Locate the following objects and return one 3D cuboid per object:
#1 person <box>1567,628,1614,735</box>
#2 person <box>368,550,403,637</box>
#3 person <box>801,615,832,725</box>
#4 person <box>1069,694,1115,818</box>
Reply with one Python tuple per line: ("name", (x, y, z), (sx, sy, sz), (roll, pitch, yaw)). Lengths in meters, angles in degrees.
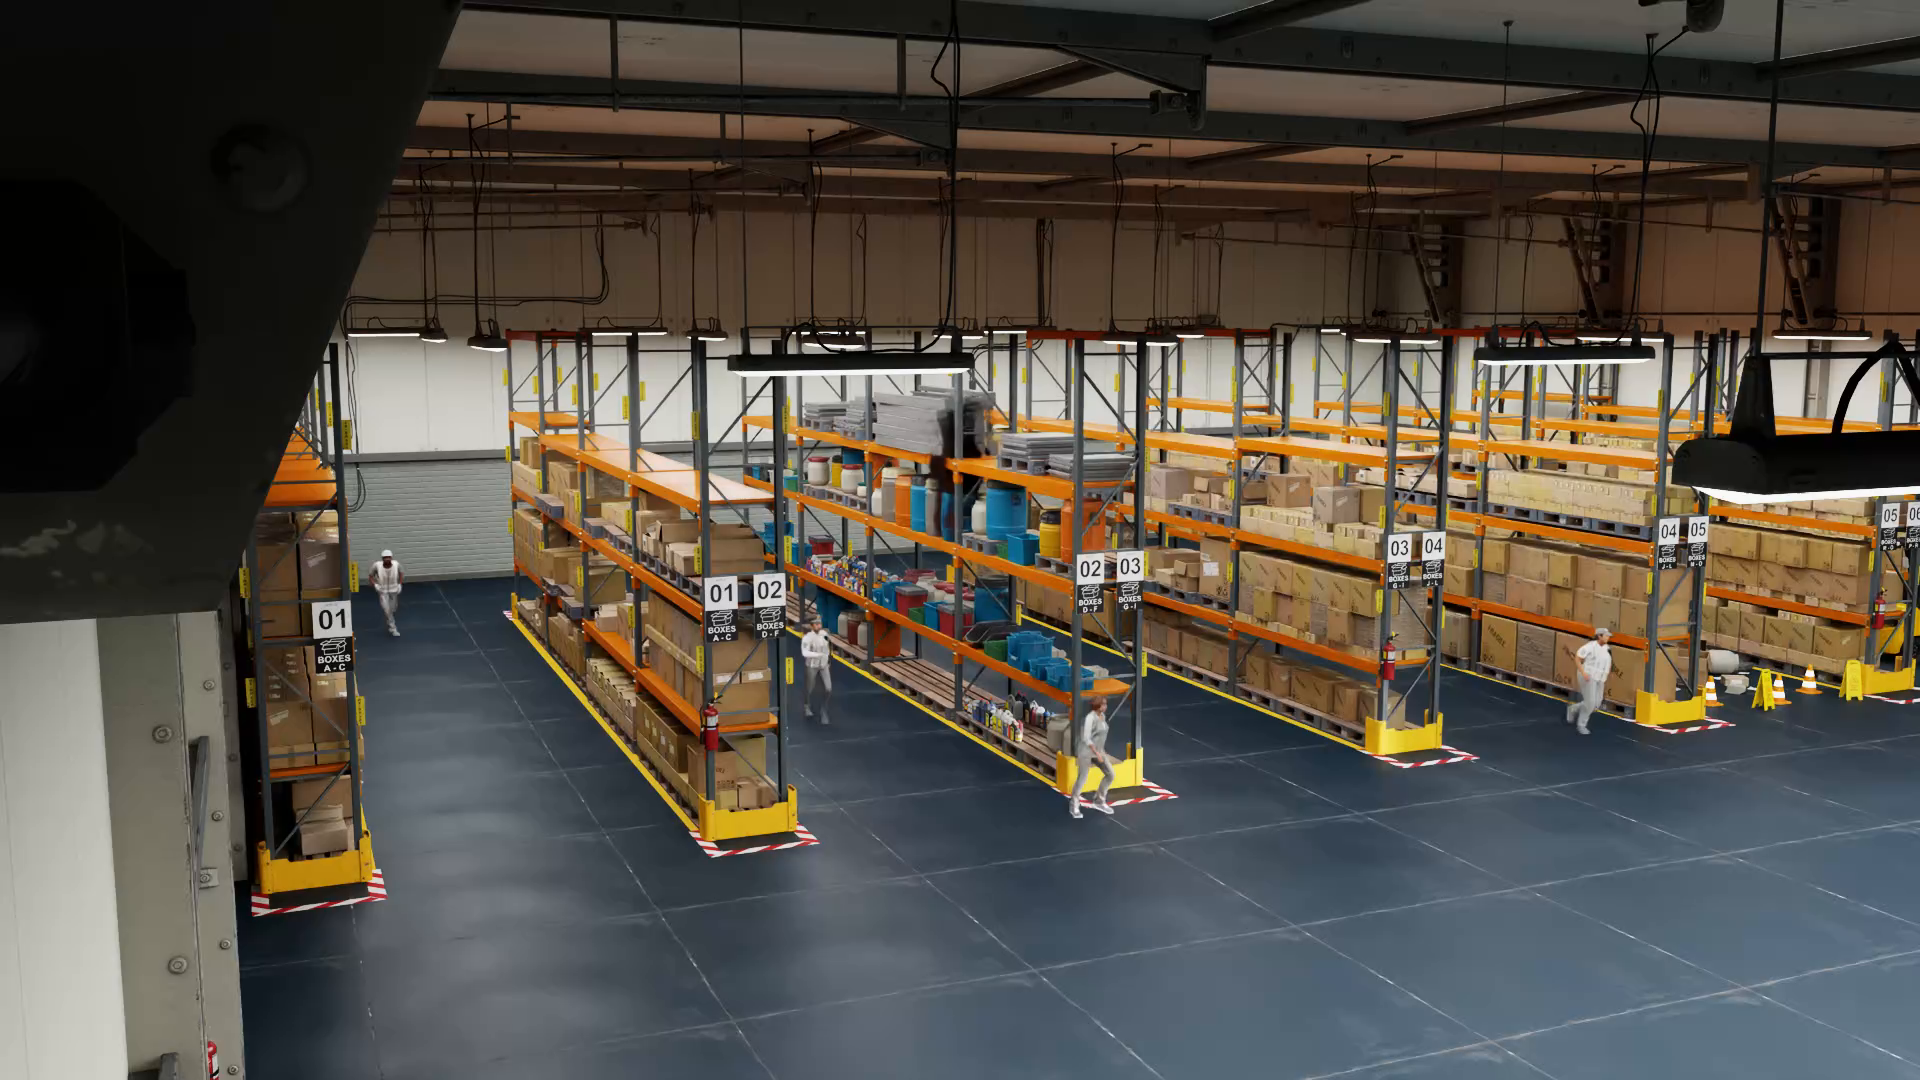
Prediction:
("person", (9.632, 2.107, 25.435), (0.726, 1.577, 0.628), (-4, 9, -28))
("person", (-11.324, 1.018, 32.823), (0.675, 1.736, 0.887), (-4, 9, -27))
("person", (-2.223, 1.998, 25.802), (0.560, 1.739, 0.811), (-4, 9, -27))
("person", (1.667, 2.711, 21.017), (0.542, 1.575, 0.539), (4, 9, 30))
